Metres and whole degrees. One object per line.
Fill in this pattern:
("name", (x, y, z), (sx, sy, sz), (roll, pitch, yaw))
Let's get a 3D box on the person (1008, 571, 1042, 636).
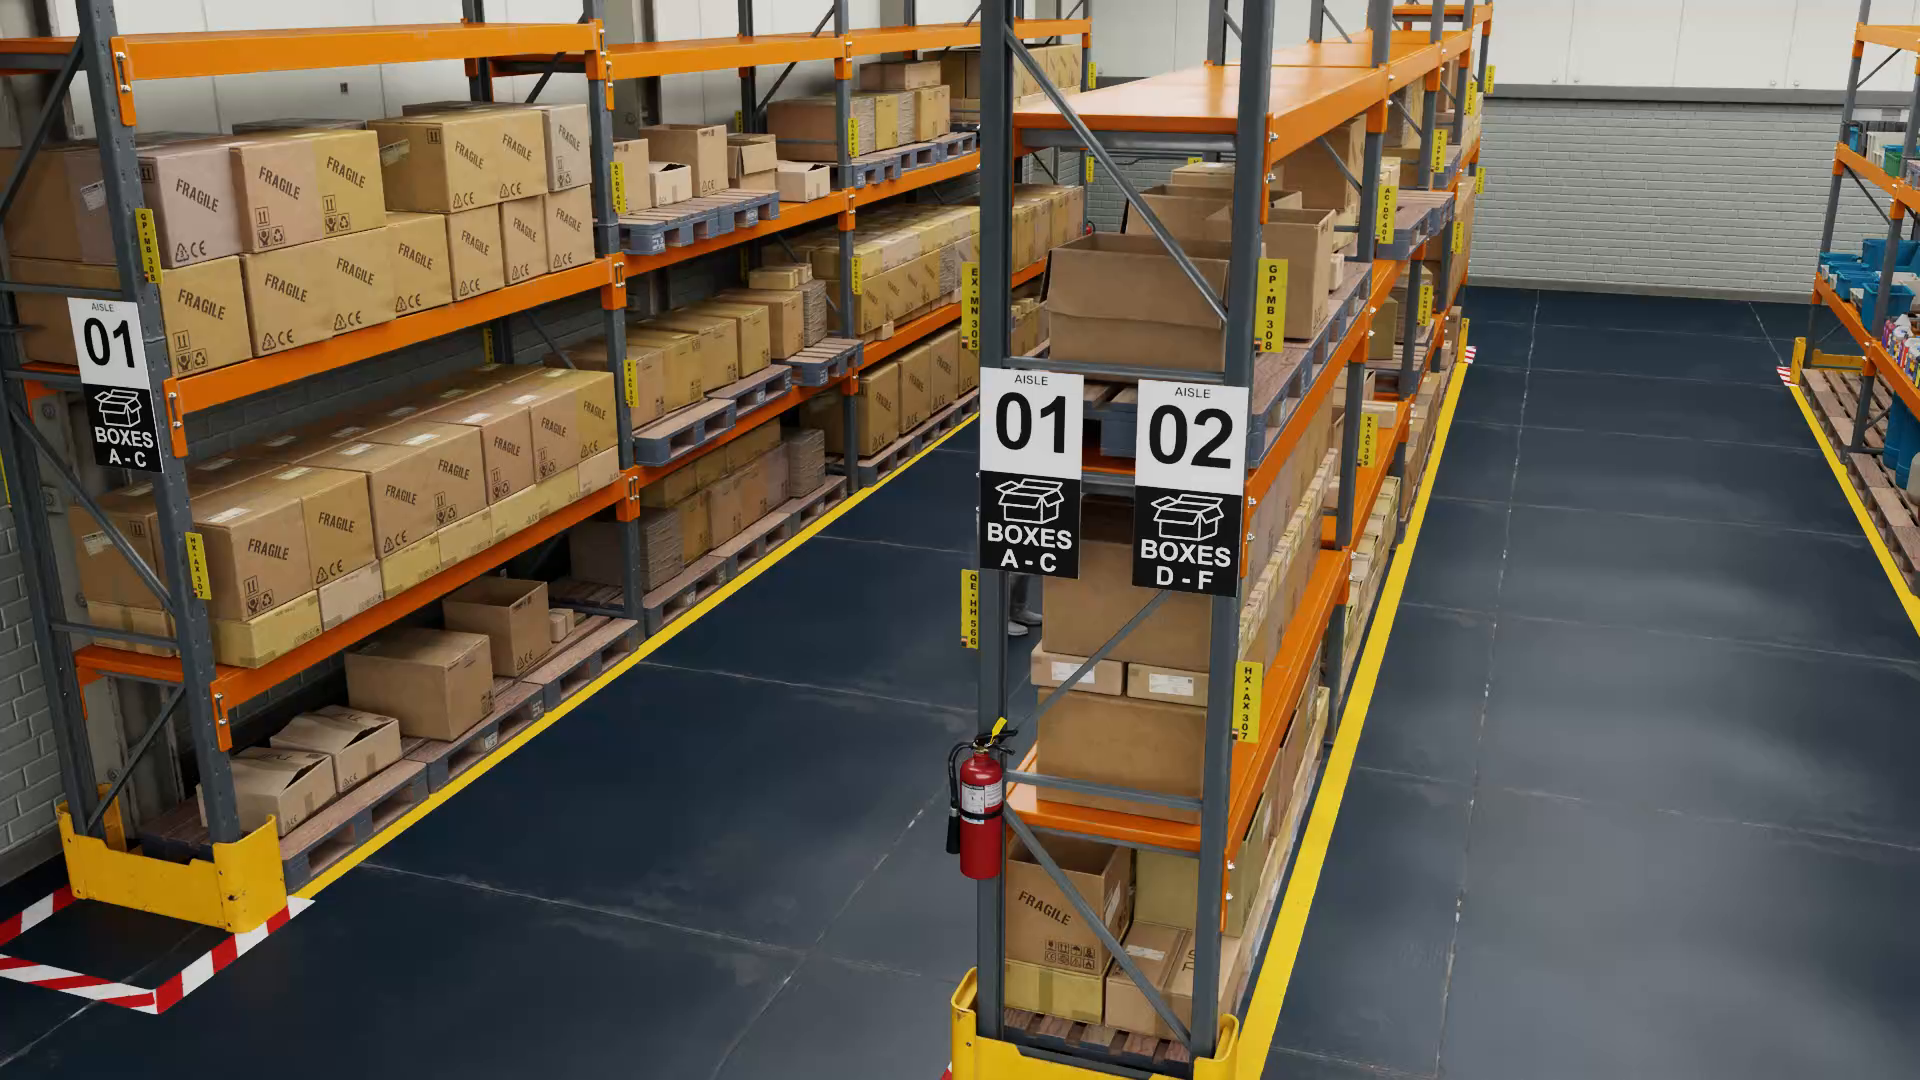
("person", (0.463, -0.195, 12.110), (0.558, 1.772, 0.495), (6, 19, 18))
